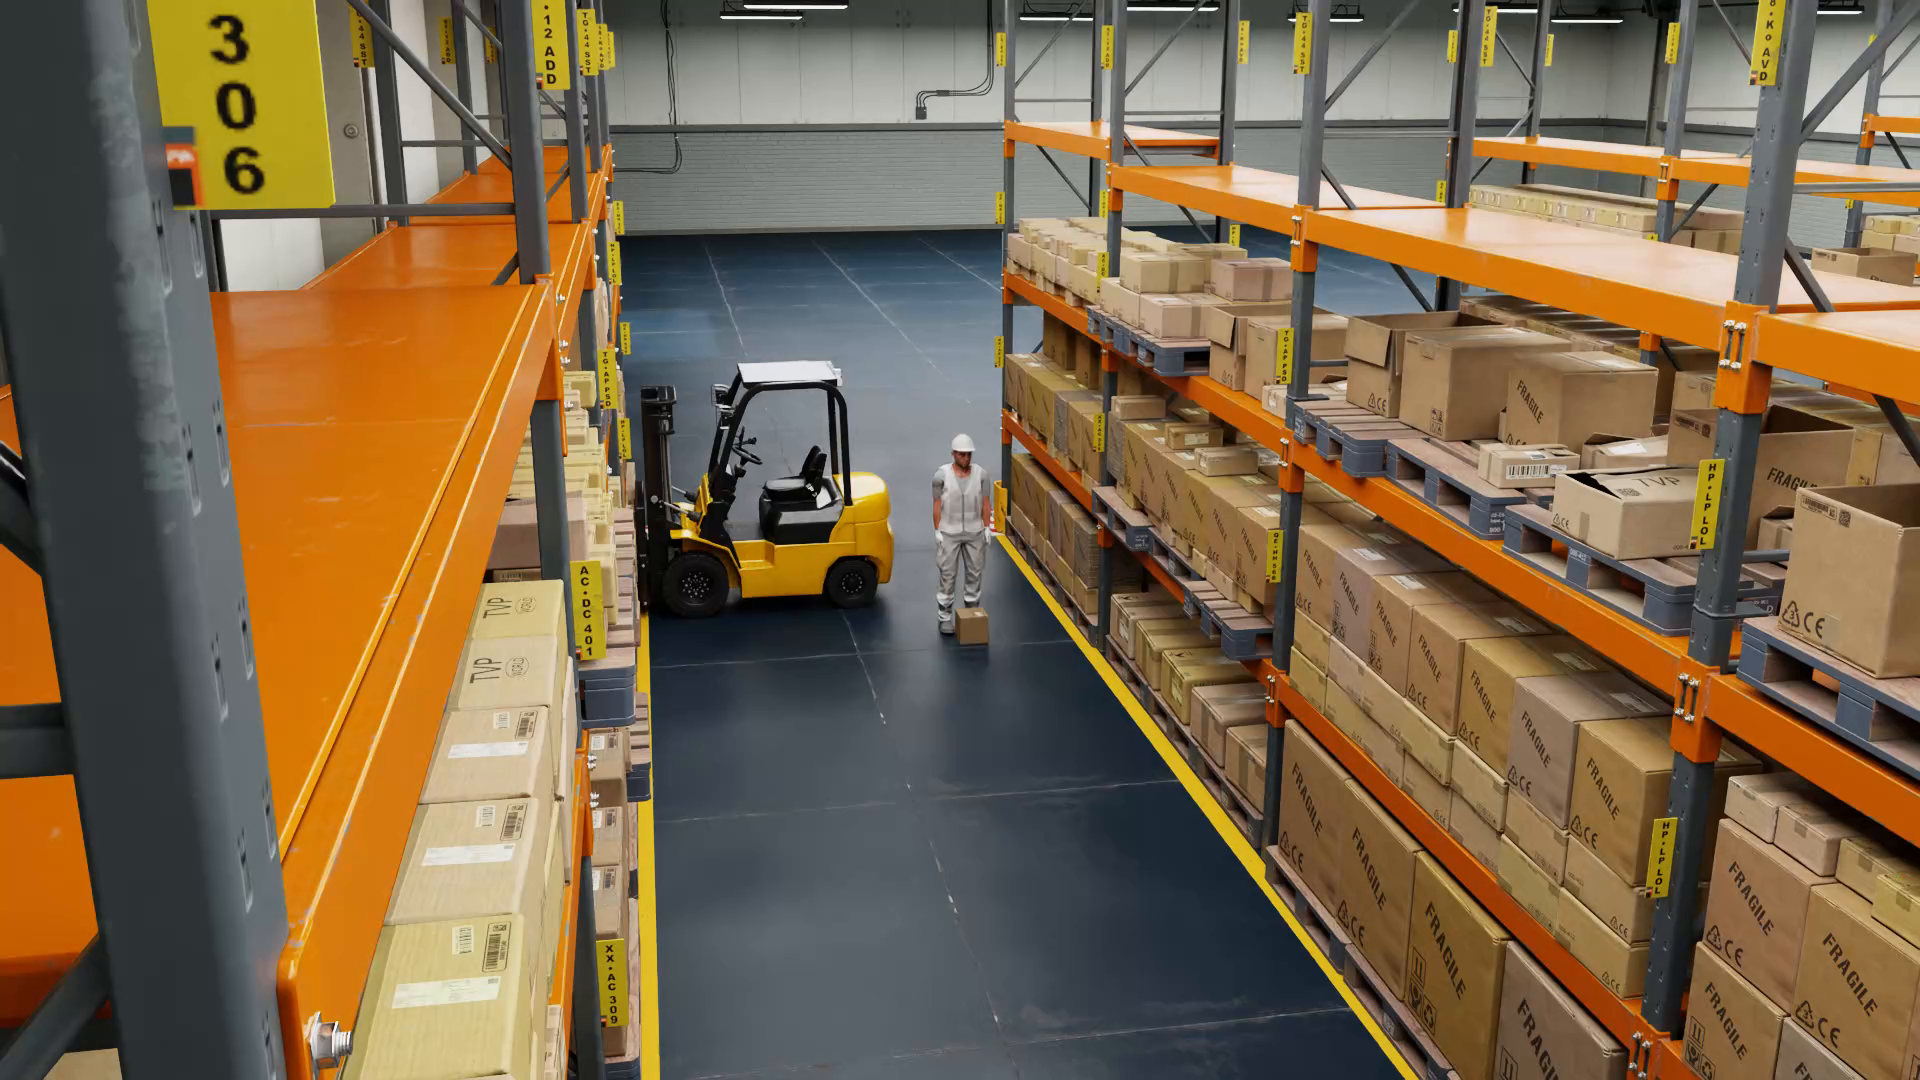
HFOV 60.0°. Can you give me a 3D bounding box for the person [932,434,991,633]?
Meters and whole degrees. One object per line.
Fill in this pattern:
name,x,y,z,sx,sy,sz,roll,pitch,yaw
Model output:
person,0.020,-0.059,14.699,0.525,1.783,0.341,-3,16,-11
